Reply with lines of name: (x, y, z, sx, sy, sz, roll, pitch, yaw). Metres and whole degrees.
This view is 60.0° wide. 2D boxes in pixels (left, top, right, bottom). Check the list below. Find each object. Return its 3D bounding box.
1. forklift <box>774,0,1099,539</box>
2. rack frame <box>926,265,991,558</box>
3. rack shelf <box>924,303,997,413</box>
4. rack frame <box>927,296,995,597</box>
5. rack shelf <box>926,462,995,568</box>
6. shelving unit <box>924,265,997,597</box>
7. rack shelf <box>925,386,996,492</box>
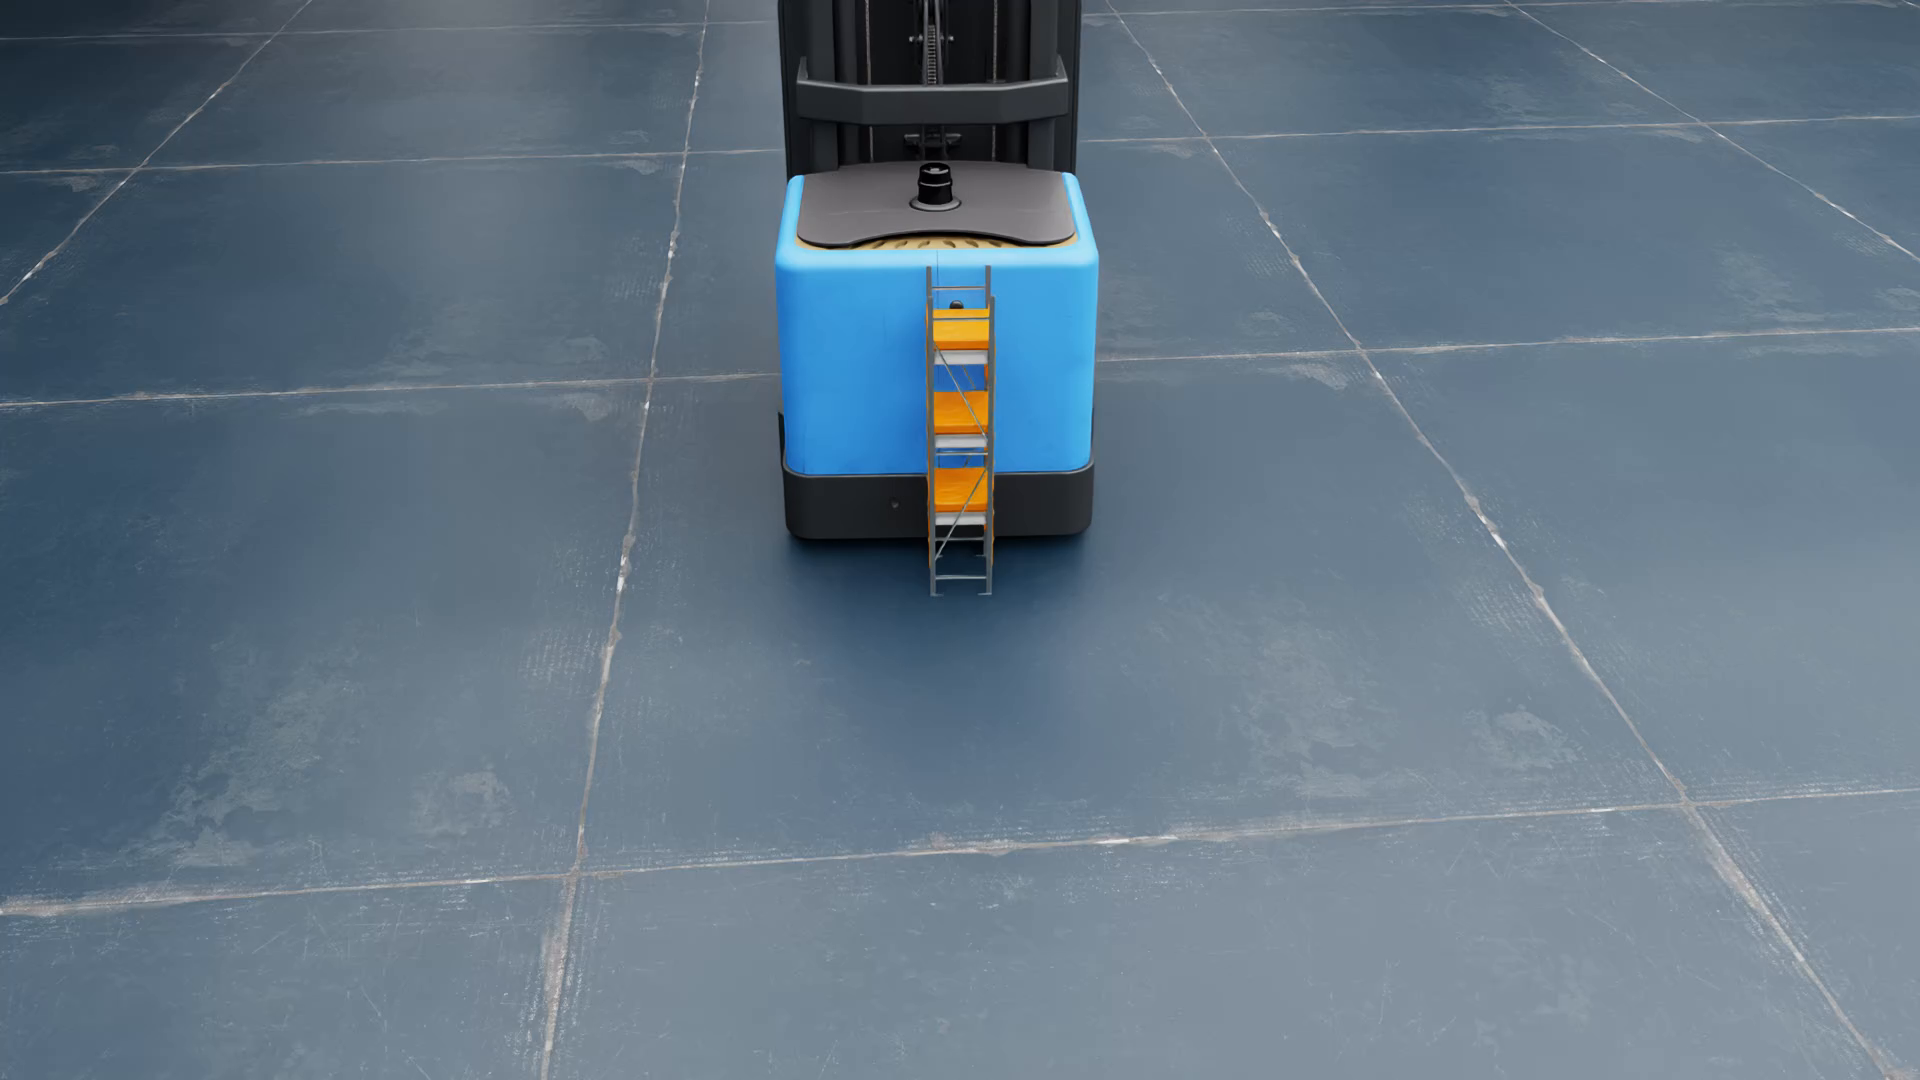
forklift: (-0.116, -1.981, 6.209, 1.130, 2.935, 3.031, -1, 31, -2)
rack frame: (-0.004, -0.393, 5.384, 0.200, 1.050, 0.008, -1, 31, -2)
rack shelf: (0.000, -0.565, 5.139, 0.215, 0.259, 0.240, -1, 31, -2)
rack frame: (0.004, -0.268, 5.174, 0.200, 1.050, 0.008, -1, 31, -2)
rack shelf: (0.000, -0.083, 5.427, 0.215, 0.259, 0.240, -1, 31, -2)
shelving unit: (0.000, -0.330, 5.279, 0.215, 1.050, 0.252, -1, 31, -2)
rack shelf: (0.000, -0.321, 5.285, 0.215, 0.259, 0.240, -1, 31, -2)
